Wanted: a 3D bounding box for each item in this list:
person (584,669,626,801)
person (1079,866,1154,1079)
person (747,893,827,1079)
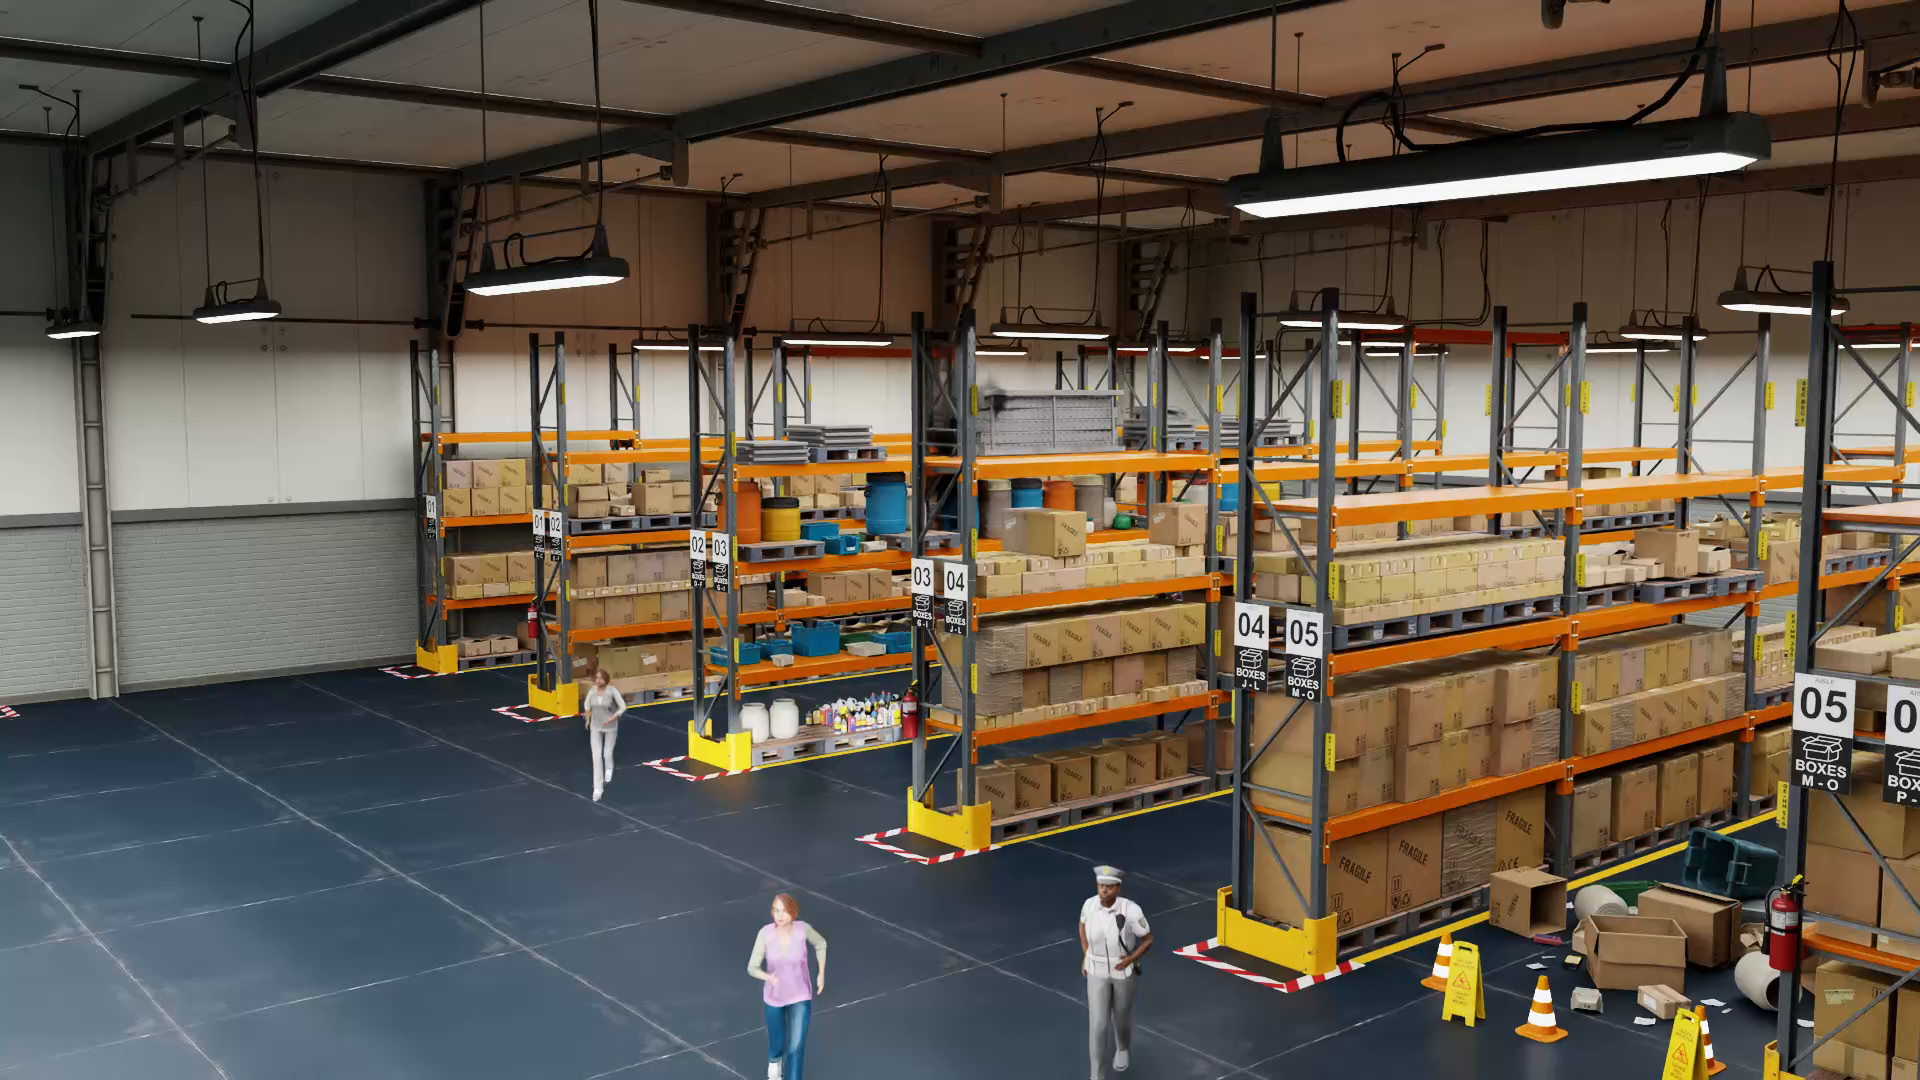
[{"bbox_3d":[-4.501,2.422,21.097,0.547,1.619,0.763,0,5,-3],"label":"person"},{"bbox_3d":[1.137,3.193,12.193,0.576,1.735,0.796,1,5,13],"label":"person"},{"bbox_3d":[-1.224,3.274,11.847,0.549,1.619,0.858,0,5,-2],"label":"person"}]
